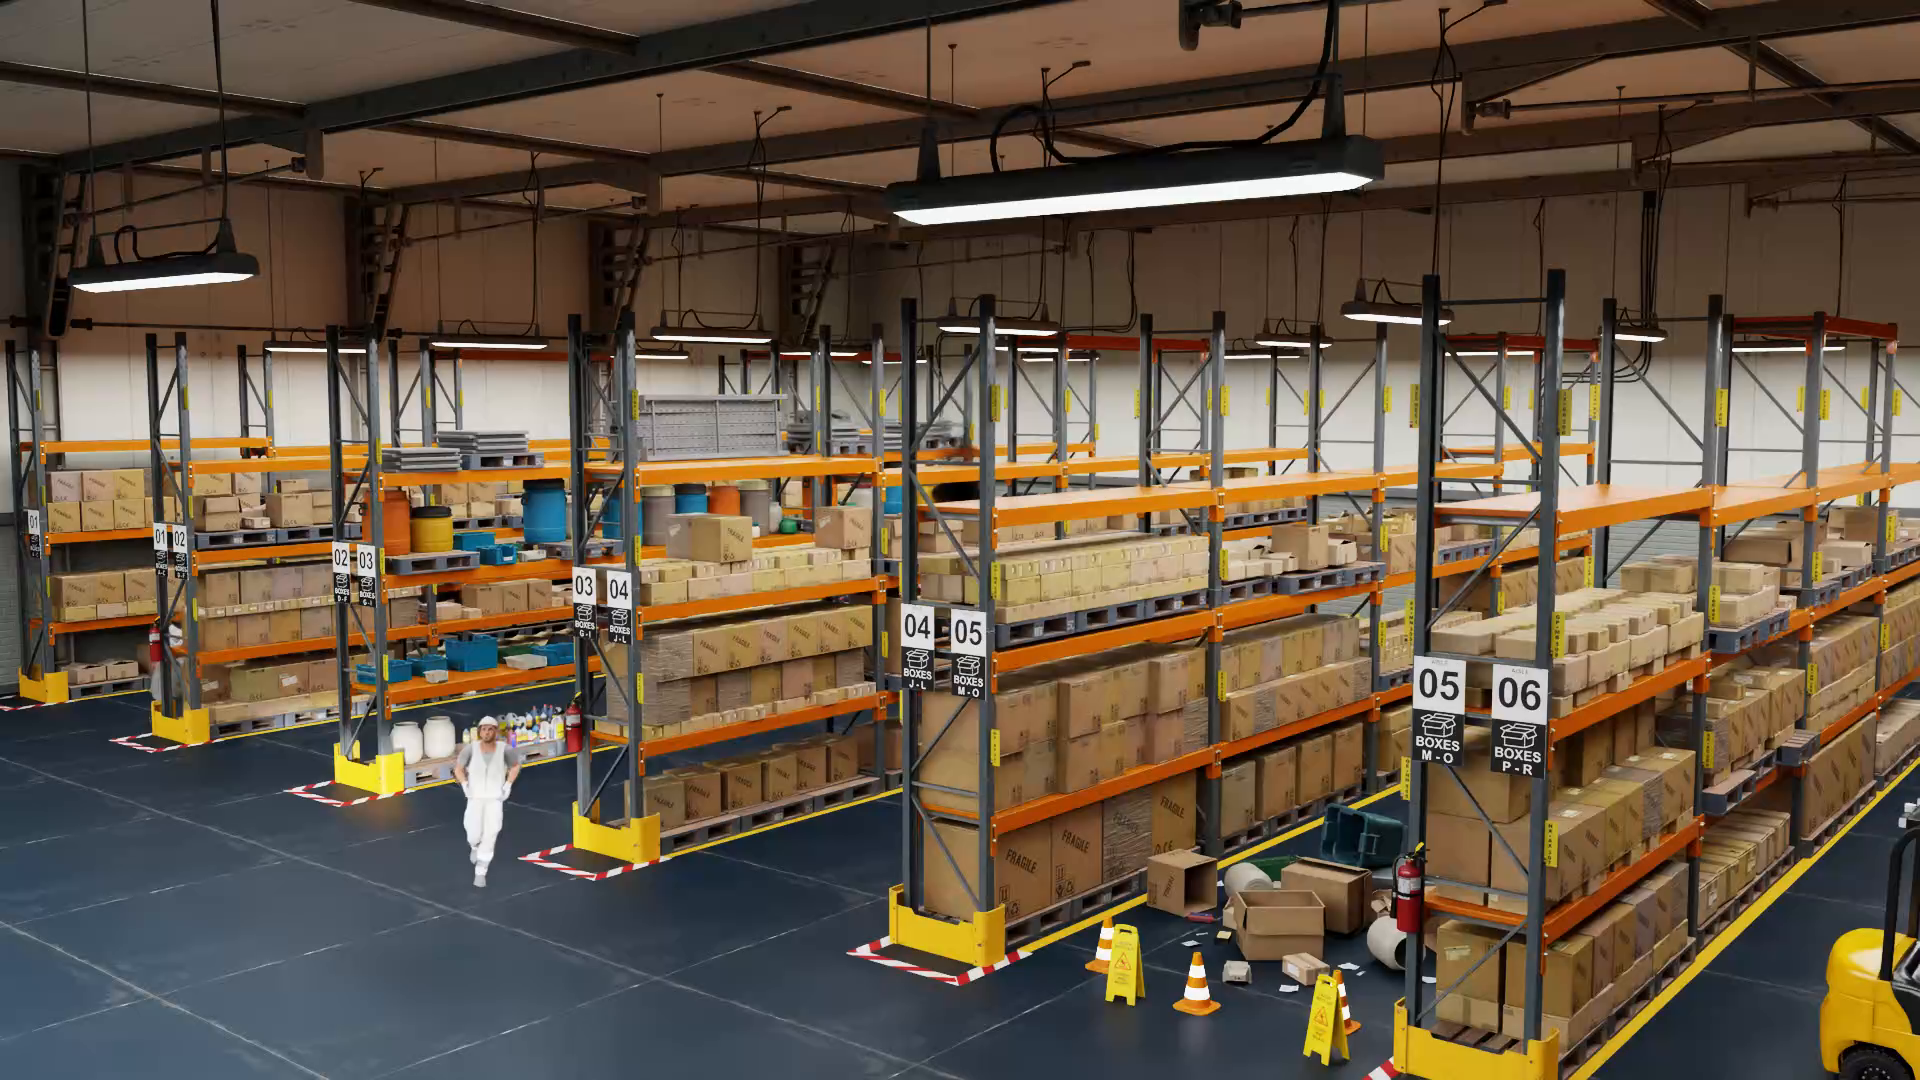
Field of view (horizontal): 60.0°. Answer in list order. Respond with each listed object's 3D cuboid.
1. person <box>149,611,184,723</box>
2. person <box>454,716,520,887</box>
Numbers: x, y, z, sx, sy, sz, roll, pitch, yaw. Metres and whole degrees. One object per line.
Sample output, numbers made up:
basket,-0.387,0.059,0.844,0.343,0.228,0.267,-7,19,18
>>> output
person,-12.388,1.946,26.127,0.683,1.763,0.794,4,6,35
person,-4.999,2.718,17.600,0.663,1.757,0.744,-1,5,-13
